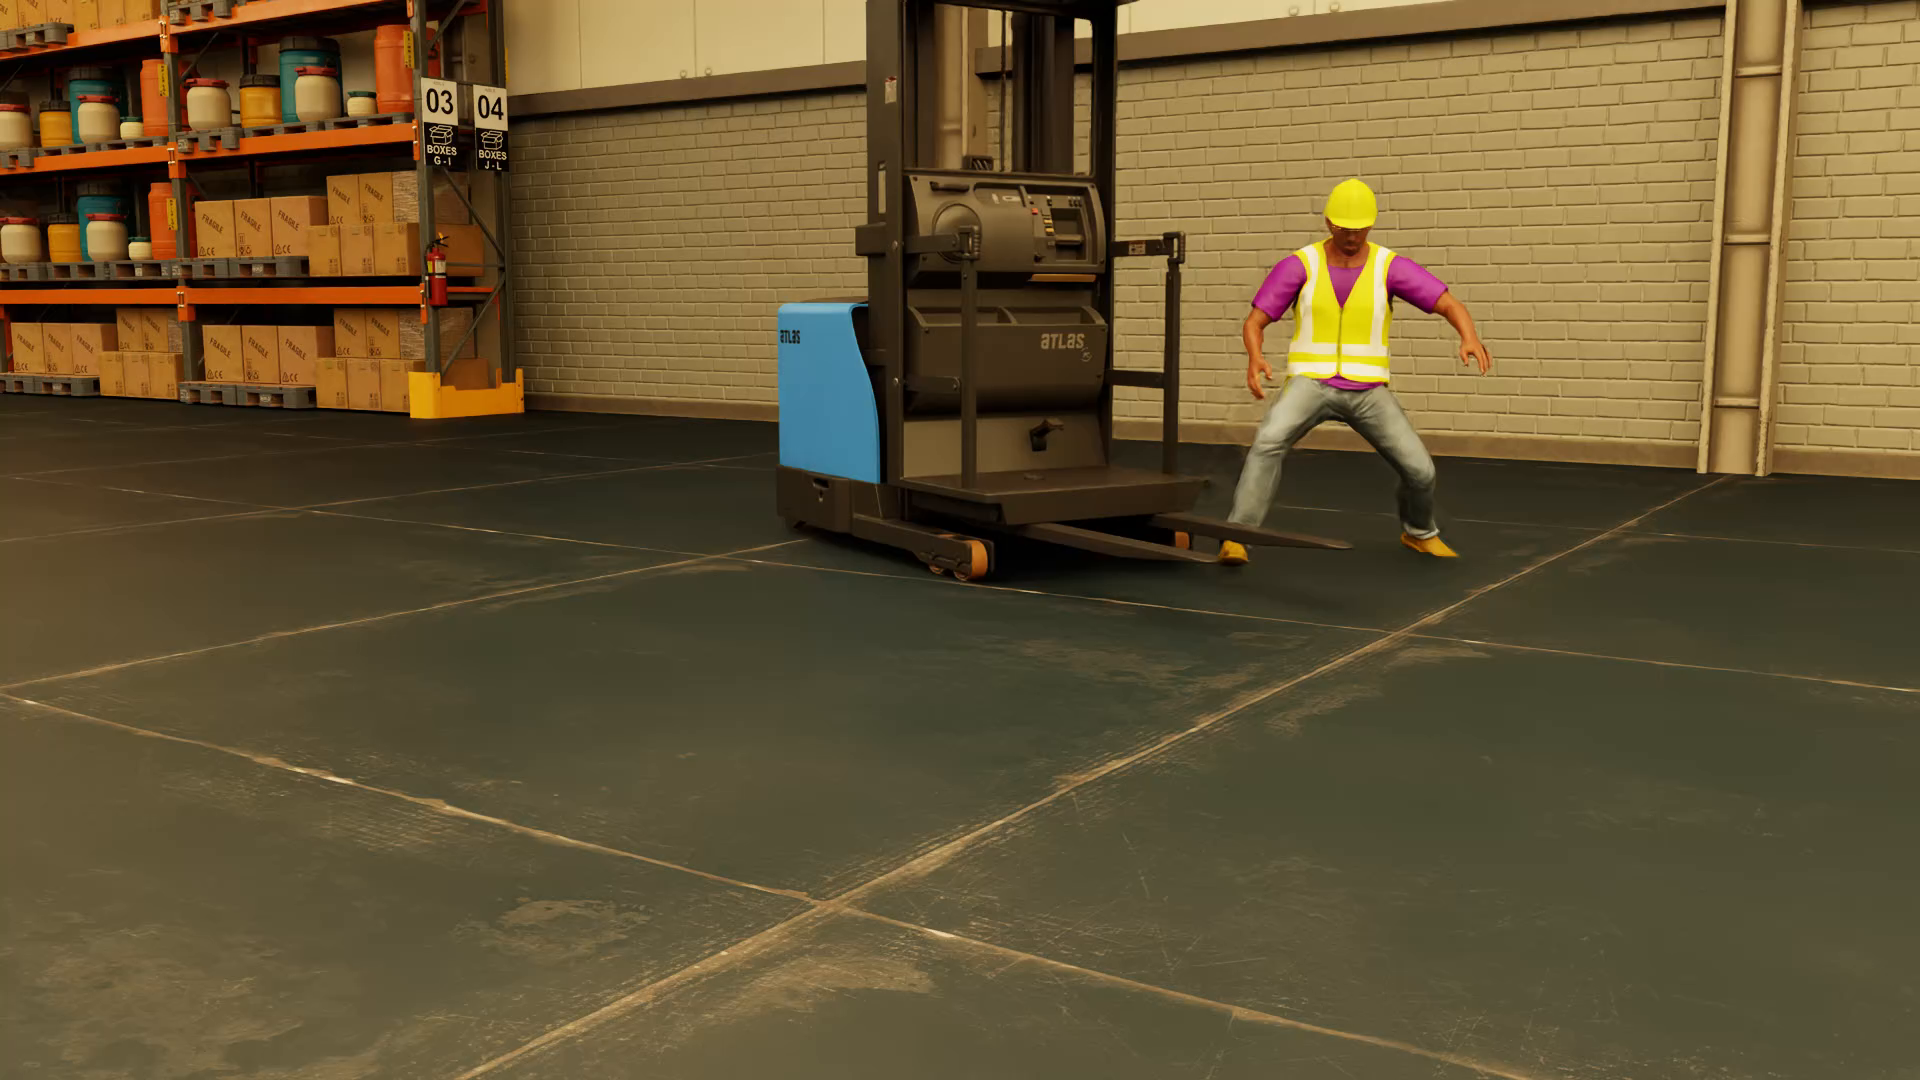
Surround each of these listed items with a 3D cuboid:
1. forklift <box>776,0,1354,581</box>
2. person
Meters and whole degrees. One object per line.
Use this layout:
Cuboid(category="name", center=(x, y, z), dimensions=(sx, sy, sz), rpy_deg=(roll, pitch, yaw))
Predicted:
Cuboid(category="forklift", center=(0.319, -1.364, 6.785), dimensions=(1.130, 2.935, 3.031), rpy_deg=(-5, 9, -31))
Cuboid(category="person", center=(1.600, -0.661, 6.814), dimensions=(1.055, 1.606, 0.987), rpy_deg=(1, 8, 9))
